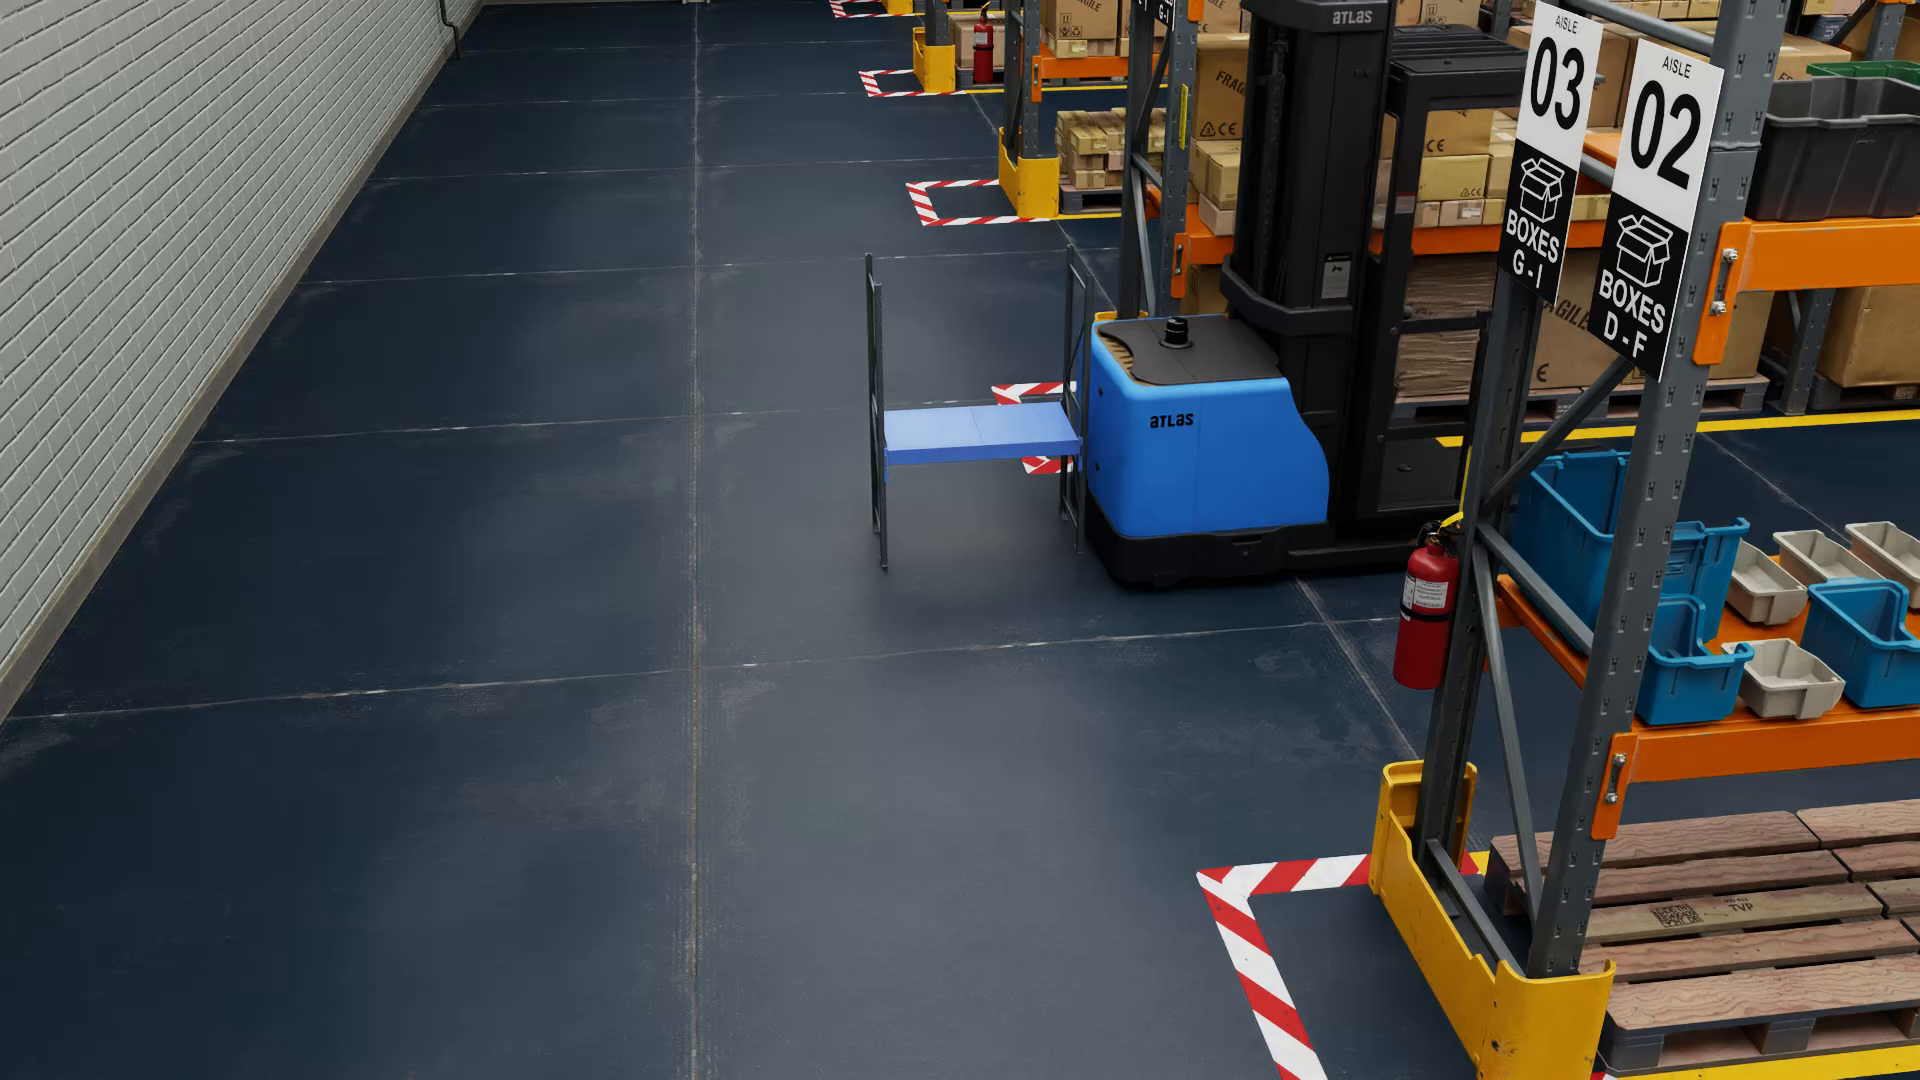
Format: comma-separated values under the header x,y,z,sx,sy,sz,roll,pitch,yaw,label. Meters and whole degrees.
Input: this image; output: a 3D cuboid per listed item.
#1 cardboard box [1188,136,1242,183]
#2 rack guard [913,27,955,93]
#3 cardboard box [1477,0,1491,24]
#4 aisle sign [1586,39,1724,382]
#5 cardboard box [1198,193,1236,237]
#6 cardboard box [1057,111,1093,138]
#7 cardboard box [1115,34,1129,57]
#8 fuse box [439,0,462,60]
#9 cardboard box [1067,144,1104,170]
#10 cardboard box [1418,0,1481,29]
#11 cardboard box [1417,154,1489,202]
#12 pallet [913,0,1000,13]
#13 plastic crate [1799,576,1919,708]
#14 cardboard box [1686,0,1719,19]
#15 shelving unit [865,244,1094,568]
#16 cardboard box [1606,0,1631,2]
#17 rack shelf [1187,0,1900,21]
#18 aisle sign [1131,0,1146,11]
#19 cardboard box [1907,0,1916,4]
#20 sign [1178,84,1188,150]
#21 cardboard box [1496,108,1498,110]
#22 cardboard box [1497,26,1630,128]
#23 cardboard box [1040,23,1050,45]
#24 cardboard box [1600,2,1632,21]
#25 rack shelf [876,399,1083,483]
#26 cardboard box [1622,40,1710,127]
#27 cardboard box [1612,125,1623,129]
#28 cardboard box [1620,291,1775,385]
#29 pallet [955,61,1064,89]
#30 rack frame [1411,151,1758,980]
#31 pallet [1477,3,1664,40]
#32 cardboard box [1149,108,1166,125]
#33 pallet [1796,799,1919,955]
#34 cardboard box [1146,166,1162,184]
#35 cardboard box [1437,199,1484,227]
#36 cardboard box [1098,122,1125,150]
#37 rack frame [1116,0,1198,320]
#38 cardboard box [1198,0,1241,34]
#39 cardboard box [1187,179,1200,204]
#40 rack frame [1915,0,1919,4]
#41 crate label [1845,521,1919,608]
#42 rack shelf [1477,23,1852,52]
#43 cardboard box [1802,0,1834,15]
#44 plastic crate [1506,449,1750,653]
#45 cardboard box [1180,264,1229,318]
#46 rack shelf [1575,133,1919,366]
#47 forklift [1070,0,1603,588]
x,y,z,sx,sy,sz,roll,pitch,yaw,label
1.550,-2.282,9.749,0.500,0.250,0.500,-4,27,-8,cardboard box
-0.297,-5.432,18.788,0.348,0.500,1.175,-4,27,-7,rack guard
6.069,-6.234,19.482,0.875,0.875,0.875,-3,27,-6,cardboard box
1.767,-0.844,4.261,0.004,0.787,0.394,-4,27,-7,aisle sign
1.505,-1.827,9.300,0.250,0.149,0.380,-3,27,-7,cardboard box
1.005,-3.645,14.580,0.250,0.149,0.380,-3,27,-7,cardboard box
1.403,-4.102,13.735,0.250,0.149,0.380,-4,27,-9,cardboard box
-6.002,-6.562,19.664,0.414,1.711,0.539,-4,27,-7,fuse box
1.071,-3.282,14.197,0.250,0.149,0.380,-3,27,-5,cardboard box
4.038,-4.587,13.968,0.500,0.500,0.500,-4,27,-7,cardboard box
2.632,-2.106,9.407,0.500,0.250,0.500,-5,28,-9,cardboard box
-0.104,-7.604,23.339,1.213,0.211,1.003,-4,27,-7,pallet
2.739,0.313,4.972,0.300,0.233,0.416,-4,27,-7,plastic crate
6.224,-4.546,14.139,0.250,0.149,0.380,-4,27,-8,cardboard box
0.084,-0.673,8.418,1.048,1.500,0.538,-4,27,-7,shelving unit
5.443,-4.627,13.971,0.250,0.149,0.380,-3,27,-6,cardboard box
3.088,-3.207,9.217,4.000,0.370,1.077,-4,27,-7,rack shelf
0.994,-3.353,9.151,0.004,0.787,0.394,-4,27,-7,aisle sign
8.014,-4.659,14.359,0.250,0.149,0.380,-3,27,-6,cardboard box
1.178,-2.234,8.784,0.005,0.325,0.100,-4,27,-7,sign
5.175,-3.804,15.156,0.500,0.500,0.500,-4,27,-8,cardboard box
3.555,-2.741,9.823,0.500,0.500,0.500,-5,28,-9,cardboard box
0.800,-4.351,14.218,0.250,0.149,0.380,-4,27,-7,cardboard box
5.453,-4.495,14.040,0.250,0.149,0.380,-3,27,-7,cardboard box
0.084,-0.513,8.500,1.000,0.185,0.538,-4,27,-7,rack shelf
4.153,-2.539,9.429,0.500,0.500,0.500,-3,27,-7,cardboard box
4.073,-2.444,10.067,0.500,0.250,0.500,-4,27,-7,cardboard box
4.403,-1.555,10.363,0.875,0.875,0.875,-4,27,-7,cardboard box
0.507,-5.391,19.025,1.213,0.211,1.003,-4,27,-7,pallet
1.797,0.174,5.125,0.127,3.000,1.000,-4,27,-7,rack frame
5.254,-4.466,14.378,1.213,0.211,1.003,-4,27,-7,pallet
1.766,-3.697,14.681,0.250,0.149,0.380,-5,28,-9,cardboard box
3.825,1.303,5.978,1.213,0.211,1.003,-4,27,-7,pallet
1.572,-3.193,14.351,0.250,0.149,0.380,-3,27,-7,cardboard box
2.778,-1.910,9.461,0.250,0.149,0.380,-4,27,-8,cardboard box
1.339,-3.449,14.197,0.250,0.149,0.380,-3,27,-6,cardboard box
1.107,-2.065,9.489,0.127,3.000,1.000,-4,27,-7,rack frame
2.013,-4.465,13.732,0.500,0.500,0.500,-3,27,-6,cardboard box
1.414,-2.125,9.881,0.250,0.149,0.380,-3,27,-6,cardboard box
8.438,-4.823,14.863,0.127,3.000,1.000,-4,27,-7,rack frame
3.141,0.090,5.512,0.243,0.136,0.396,-4,27,-7,crate label
6.458,-4.375,14.780,4.000,0.370,1.077,-4,27,-7,rack shelf
7.266,-4.613,14.270,0.250,0.149,0.380,-4,27,-8,cardboard box
2.103,0.026,5.310,0.499,0.435,0.616,-4,27,-7,plastic crate
1.730,-1.384,10.028,0.875,0.875,0.875,-4,27,-7,cardboard box
3.778,-0.968,4.853,4.000,0.370,1.077,-4,27,-7,rack shelf
2.165,-1.387,8.242,3.031,2.935,1.130,-5,28,-10,forklift
